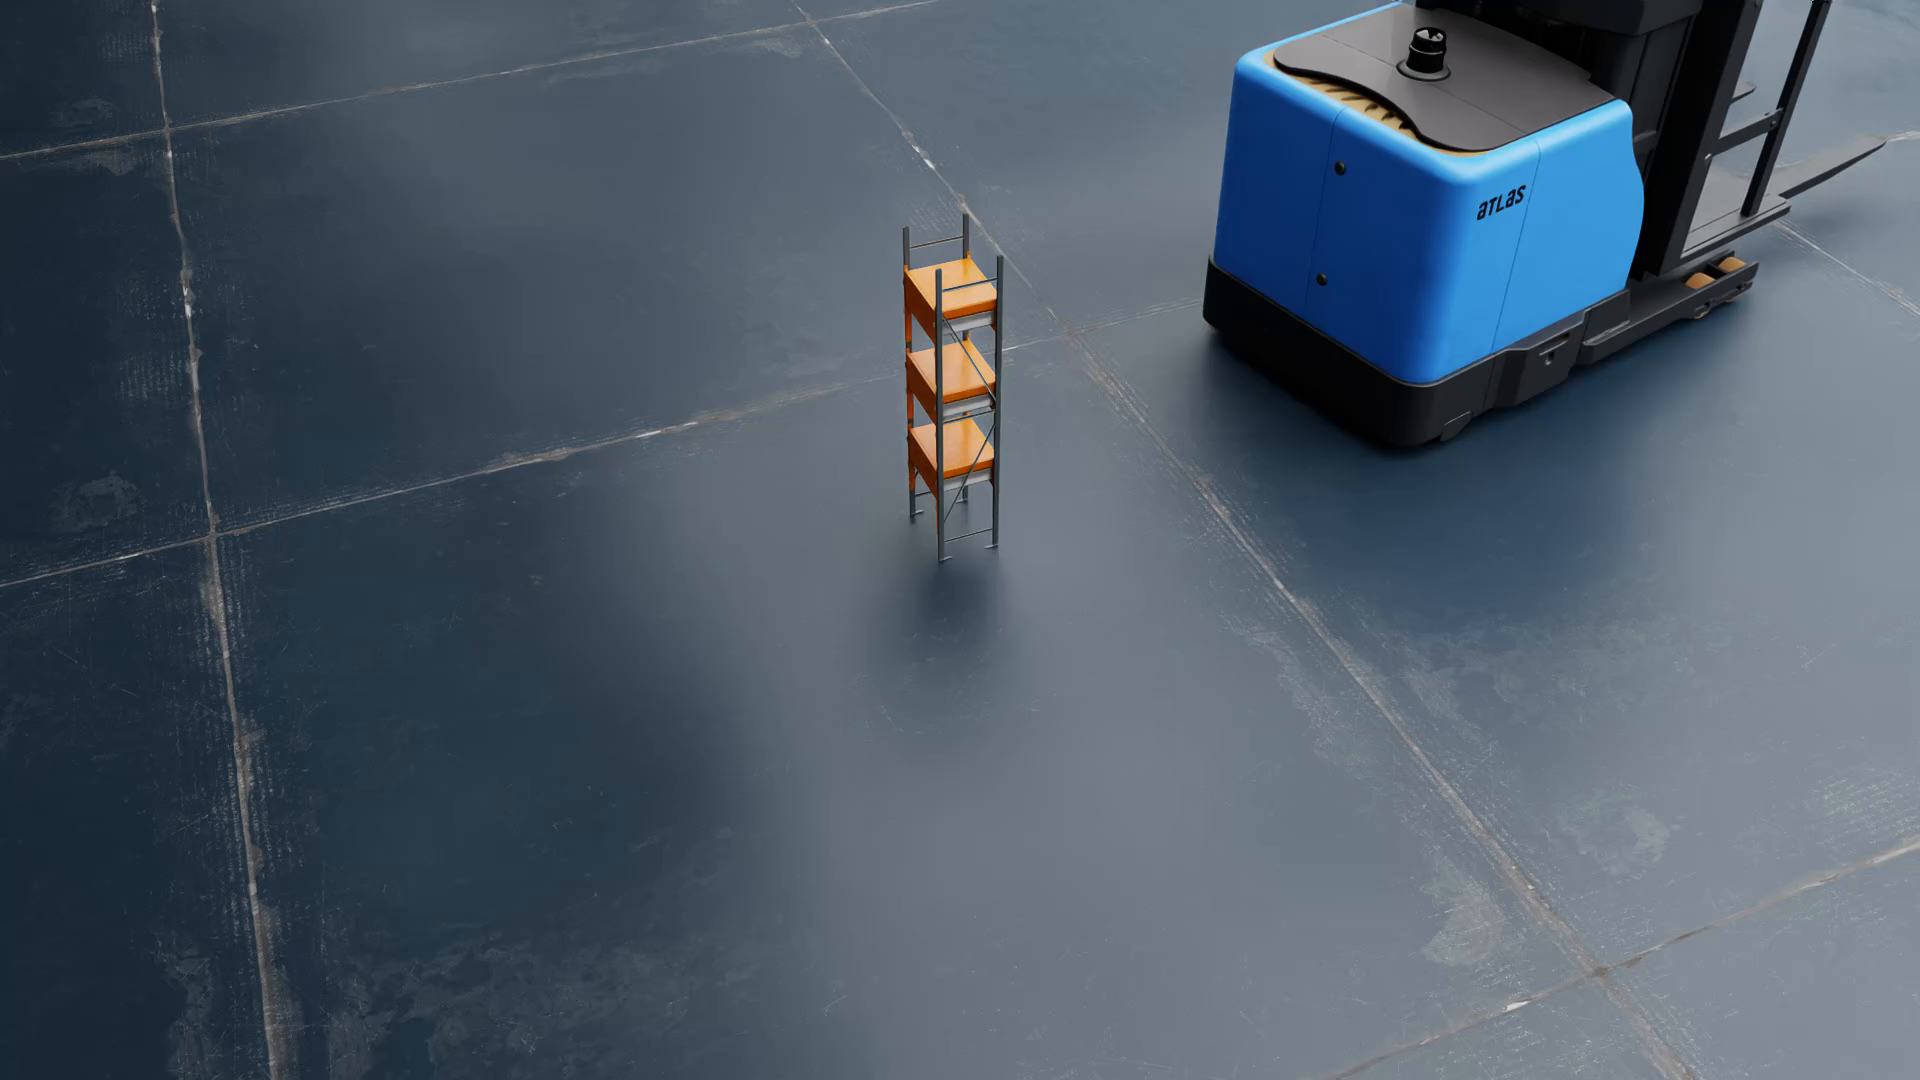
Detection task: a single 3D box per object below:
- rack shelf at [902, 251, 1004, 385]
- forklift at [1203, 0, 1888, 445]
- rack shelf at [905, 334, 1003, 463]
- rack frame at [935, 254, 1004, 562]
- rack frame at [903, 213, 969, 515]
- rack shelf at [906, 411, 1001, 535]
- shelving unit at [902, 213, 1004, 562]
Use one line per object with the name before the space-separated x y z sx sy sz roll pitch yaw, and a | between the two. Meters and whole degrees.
rack shelf | -0.020 -0.637 4.767 0.215 0.259 0.240 -15 43 -17
forklift | 2.385 -2.194 5.553 3.031 2.935 1.130 -25 47 -26
rack shelf | -0.020 -0.422 4.952 0.215 0.259 0.240 -15 43 -17
rack frame | 0.026 -0.357 4.860 0.200 1.050 0.008 -15 43 -17
rack frame | -0.067 -0.504 5.031 0.200 1.050 0.008 -15 43 -17
rack shelf | -0.020 -0.212 5.133 0.215 0.259 0.240 -15 43 -17
shelving unit | -0.020 -0.430 4.945 0.215 1.050 0.252 -15 43 -17
